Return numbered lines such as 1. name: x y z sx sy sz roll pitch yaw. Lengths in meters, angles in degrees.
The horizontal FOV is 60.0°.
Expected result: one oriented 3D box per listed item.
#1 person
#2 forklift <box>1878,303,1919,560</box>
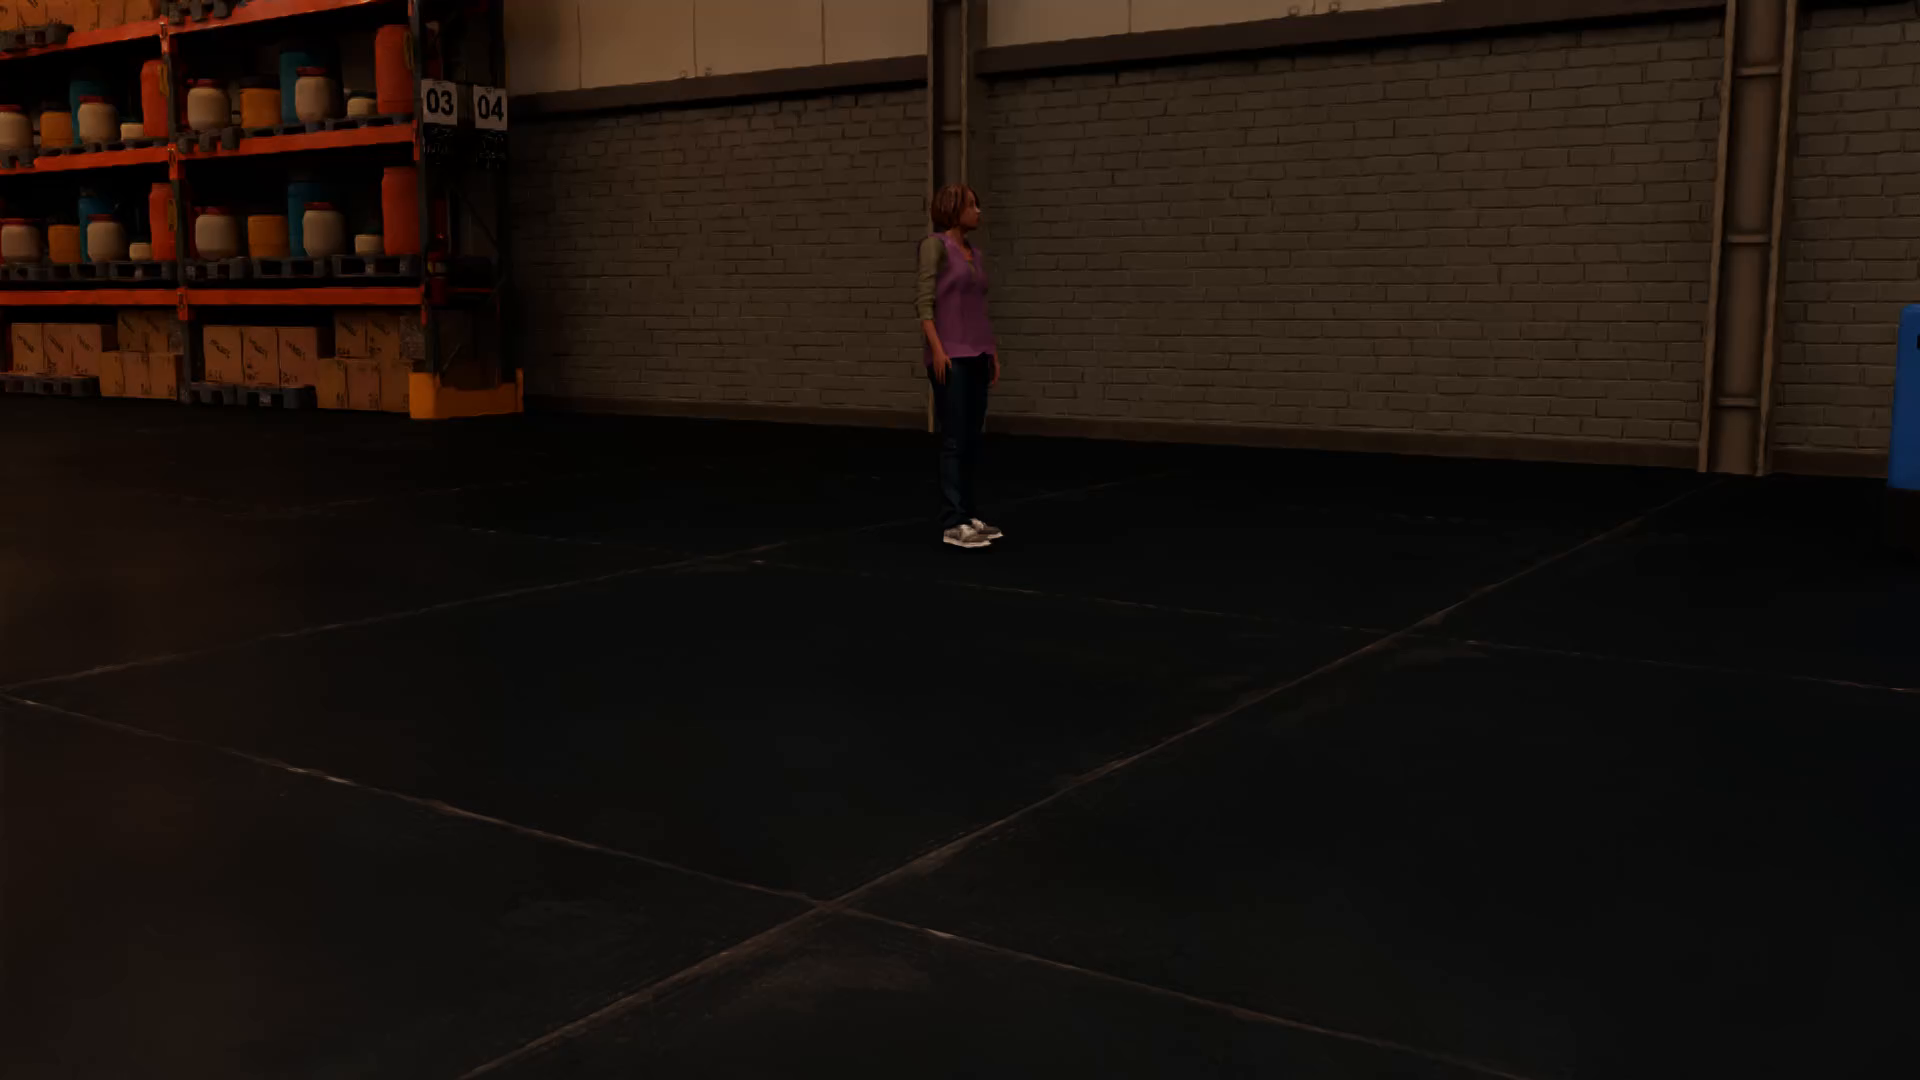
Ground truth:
1. person: 0.054 -0.790 7.438 0.474 1.597 0.520 5 10 34
2. forklift: 5.128 -1.235 5.879 1.130 2.935 3.031 -6 10 -36
